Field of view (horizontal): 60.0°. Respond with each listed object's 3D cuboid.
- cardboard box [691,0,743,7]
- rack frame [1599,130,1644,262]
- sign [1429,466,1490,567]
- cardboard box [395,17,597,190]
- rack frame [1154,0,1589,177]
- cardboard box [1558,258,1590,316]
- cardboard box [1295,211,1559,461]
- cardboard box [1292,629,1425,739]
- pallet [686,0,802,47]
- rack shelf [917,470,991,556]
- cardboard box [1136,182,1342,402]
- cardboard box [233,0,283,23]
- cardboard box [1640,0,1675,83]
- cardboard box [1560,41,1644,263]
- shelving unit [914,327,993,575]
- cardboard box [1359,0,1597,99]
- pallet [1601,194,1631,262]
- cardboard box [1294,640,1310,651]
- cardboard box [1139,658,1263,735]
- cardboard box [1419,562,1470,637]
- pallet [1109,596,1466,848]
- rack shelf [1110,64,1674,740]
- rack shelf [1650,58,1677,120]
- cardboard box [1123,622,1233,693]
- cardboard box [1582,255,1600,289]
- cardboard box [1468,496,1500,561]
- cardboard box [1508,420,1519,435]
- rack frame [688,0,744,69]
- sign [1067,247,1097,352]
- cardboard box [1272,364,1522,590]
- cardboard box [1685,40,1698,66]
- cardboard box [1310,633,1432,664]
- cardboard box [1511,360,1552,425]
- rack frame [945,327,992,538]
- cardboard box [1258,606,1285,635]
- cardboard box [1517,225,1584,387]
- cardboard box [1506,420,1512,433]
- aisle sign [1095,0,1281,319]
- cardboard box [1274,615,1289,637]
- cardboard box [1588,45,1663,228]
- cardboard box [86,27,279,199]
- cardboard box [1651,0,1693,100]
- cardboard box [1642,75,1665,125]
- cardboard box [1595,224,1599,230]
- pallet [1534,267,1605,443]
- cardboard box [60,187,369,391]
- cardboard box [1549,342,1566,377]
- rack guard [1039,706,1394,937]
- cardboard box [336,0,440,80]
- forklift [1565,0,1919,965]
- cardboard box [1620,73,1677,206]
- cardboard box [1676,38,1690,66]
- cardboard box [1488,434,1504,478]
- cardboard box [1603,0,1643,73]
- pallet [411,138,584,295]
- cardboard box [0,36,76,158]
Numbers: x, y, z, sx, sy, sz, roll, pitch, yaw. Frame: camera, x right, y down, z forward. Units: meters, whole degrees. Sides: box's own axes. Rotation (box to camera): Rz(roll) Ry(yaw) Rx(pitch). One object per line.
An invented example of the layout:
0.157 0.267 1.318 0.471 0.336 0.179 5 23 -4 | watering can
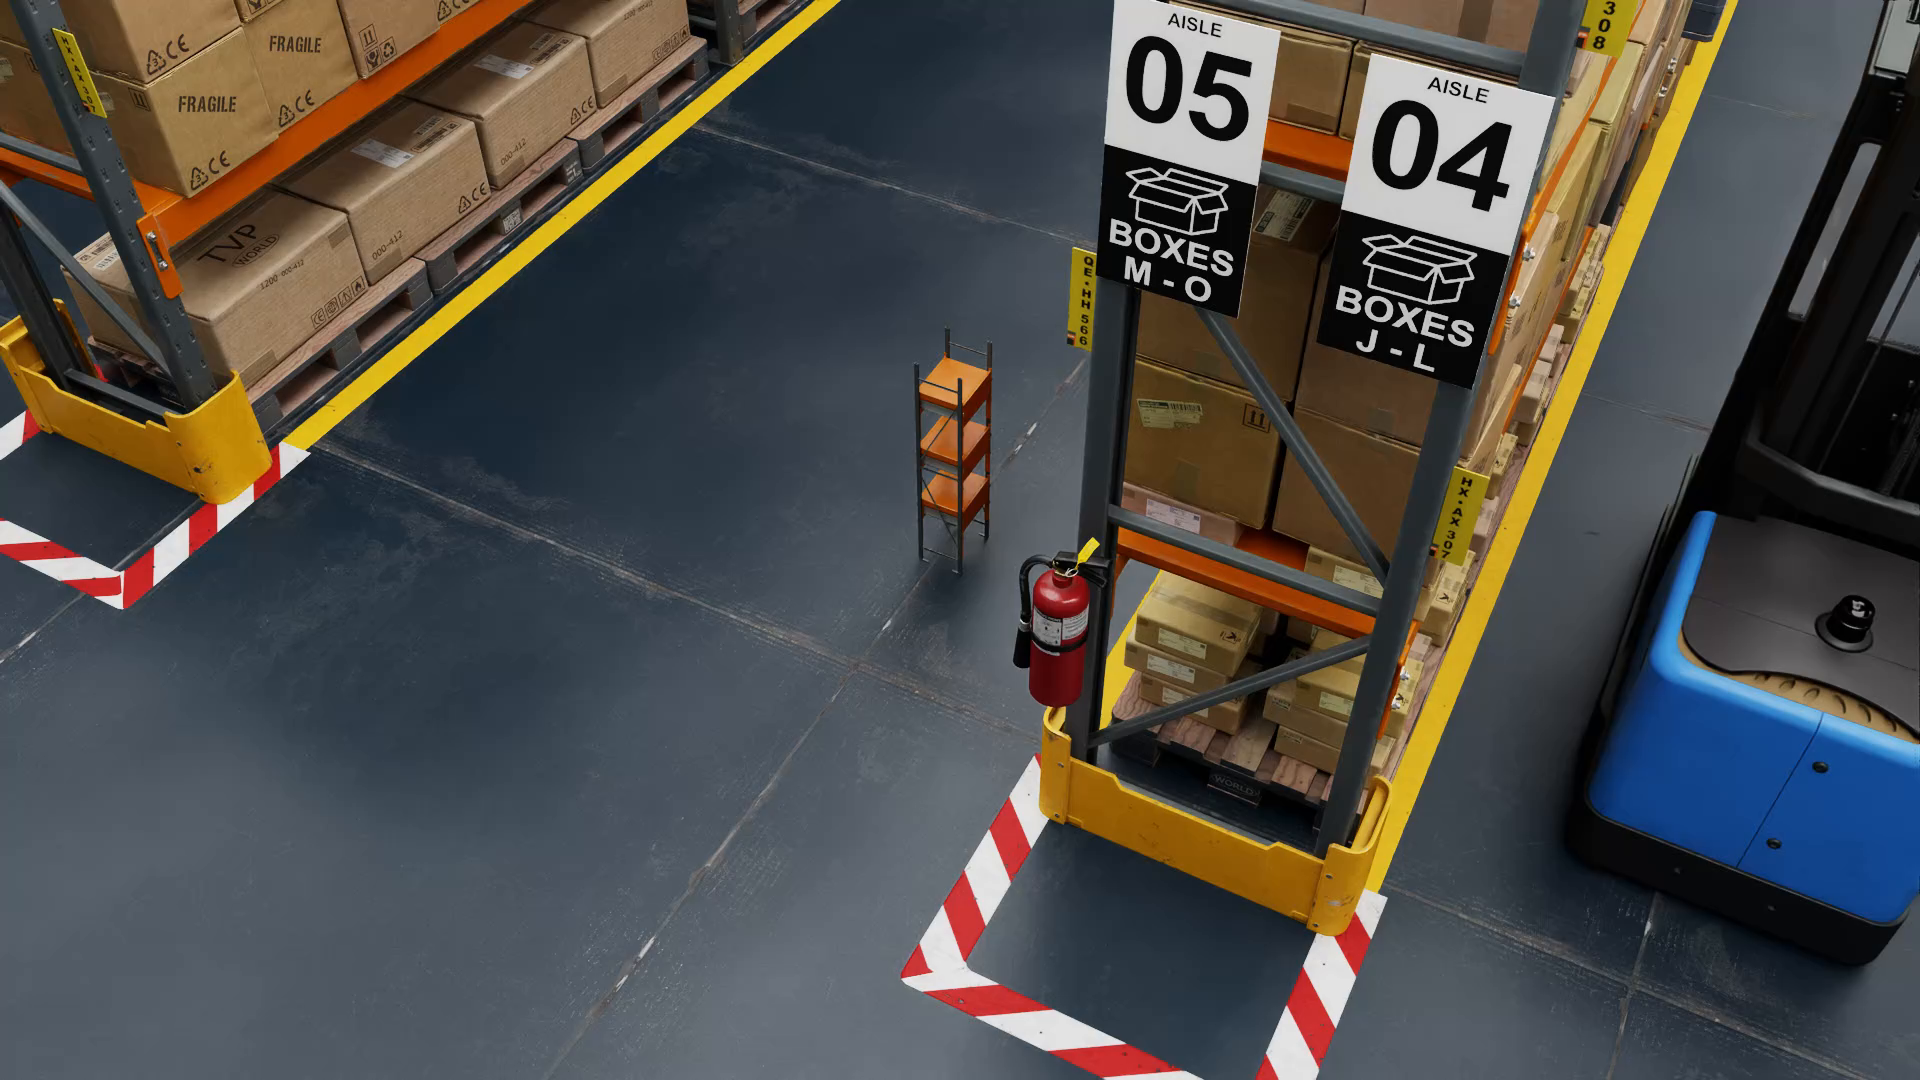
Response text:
-1.531 -3.843 9.917 0.875 0.875 0.875 22 49 20 | cardboard box
2.683 -2.454 7.346 1.000 3.000 0.127 20 49 19 | rack frame
1.307 -0.060 4.371 0.100 0.325 0.005 20 49 19 | sign
-2.549 -2.348 8.747 0.875 0.438 0.875 19 48 18 | cardboard box
0.827 -2.043 2.722 1.000 3.000 0.127 20 49 19 | rack frame
2.556 -1.166 7.364 0.380 0.149 0.250 20 49 19 | cardboard box
1.270 -0.621 4.552 0.500 0.500 0.500 20 49 19 | cardboard box
1.371 0.493 5.724 0.380 0.149 0.250 18 48 17 | cardboard box
-1.456 -3.556 10.396 1.003 0.211 1.213 20 49 19 | pallet
-0.025 -0.133 6.828 0.215 0.259 0.240 20 49 19 | rack shelf
0.819 -0.796 4.725 0.500 0.500 0.500 20 49 18 | cardboard box
-2.896 -2.428 6.547 0.500 0.500 0.500 19 48 18 | cardboard box
2.219 -1.915 5.831 0.500 0.500 0.500 22 49 20 | cardboard box
1.760 -1.261 5.185 0.500 0.500 0.500 19 48 18 | cardboard box
-0.025 -0.335 6.623 0.215 1.050 0.252 20 49 19 | shelving unit
1.265 -1.309 3.859 0.500 0.250 0.500 21 49 20 | cardboard box
3.044 -1.965 8.823 1.003 0.211 1.213 20 49 19 | pallet
1.402 0.504 6.132 0.380 0.149 0.250 20 49 19 | cardboard box
0.886 0.520 6.116 0.380 0.149 0.250 21 49 20 | cardboard box
1.623 0.163 6.050 0.380 0.149 0.250 20 49 19 | cardboard box
1.270 0.498 6.389 1.003 0.211 1.213 20 49 19 | pallet
1.755 -0.941 6.357 1.077 0.370 4.000 20 49 19 | rack shelf
3.612 -3.461 8.848 1.077 0.370 4.000 20 49 19 | rack shelf
0.819 0.389 6.037 0.380 0.149 0.250 19 48 18 | cardboard box
2.704 -1.226 7.633 0.380 0.149 0.250 18 48 17 | cardboard box
1.954 -0.100 6.729 0.380 0.149 0.250 18 48 17 | cardboard box
2.142 -0.446 7.071 0.380 0.149 0.250 21 49 20 | cardboard box
-1.748 -4.025 8.899 1.000 3.000 0.127 20 49 19 | rack frame
0.344 -0.648 4.525 0.100 0.325 0.005 20 49 19 | sign
1.280 -0.266 4.904 0.500 0.500 0.500 23 50 21 | cardboard box
3.991 -3.078 9.425 0.500 0.500 0.500 18 48 17 | cardboard box
1.474 0.416 6.009 0.380 0.149 0.250 20 49 19 | cardboard box
2.208 -0.653 6.857 0.380 0.149 0.250 19 48 18 | cardboard box
0.032 -0.412 6.699 0.200 1.050 0.008 20 49 19 | rack frame
1.015 0.155 6.059 0.380 0.149 0.250 21 49 20 | cardboard box
1.744 -0.916 5.546 0.500 0.500 0.500 21 49 20 | cardboard box
2.149 -0.597 7.011 0.380 0.149 0.250 18 48 17 | cardboard box
0.527 -0.901 3.984 0.394 0.787 0.004 20 49 19 | aisle sign
1.115 0.186 6.446 0.380 0.149 0.250 20 49 19 | cardboard box
2.235 -1.556 6.180 0.500 0.500 0.500 20 49 19 | cardboard box
-3.128 -1.748 6.578 0.500 0.500 0.500 20 49 19 | cardboard box
2.709 -2.196 6.812 0.500 0.500 0.500 21 49 19 | cardboard box
2.735 -1.910 6.986 0.380 0.149 0.250 19 48 18 | cardboard box
2.749 -1.499 7.693 0.380 0.149 0.250 22 49 20 | cardboard box
2.403 -1.039 7.909 1.003 0.211 1.213 20 49 19 | pallet
-3.387 -1.201 7.614 0.875 0.438 0.875 19 48 18 | cardboard box
2.543 -0.916 7.536 0.380 0.149 0.250 19 48 18 | cardboard box
0.862 0.897 5.792 1.175 0.500 0.348 20 49 19 | rack guard
-2.665 -2.390 7.213 0.500 0.500 0.500 20 49 19 | cardboard box
3.289 -0.663 5.625 1.130 2.935 3.031 21 49 20 | forklift
3.261 -2.101 8.460 0.500 0.500 0.500 22 49 21 | cardboard box
3.505 -2.701 8.526 0.500 0.250 0.500 22 49 20 | cardboard box
1.521 -0.268 5.362 0.380 0.149 0.250 19 48 18 | cardboard box
1.510 -1.465 4.365 0.500 0.250 0.500 22 49 20 | cardboard box
-2.735 -1.820 8.680 1.003 0.211 1.213 20 49 19 | pallet
-3.615 -1.931 6.759 0.500 0.500 0.500 21 49 19 | cardboard box
